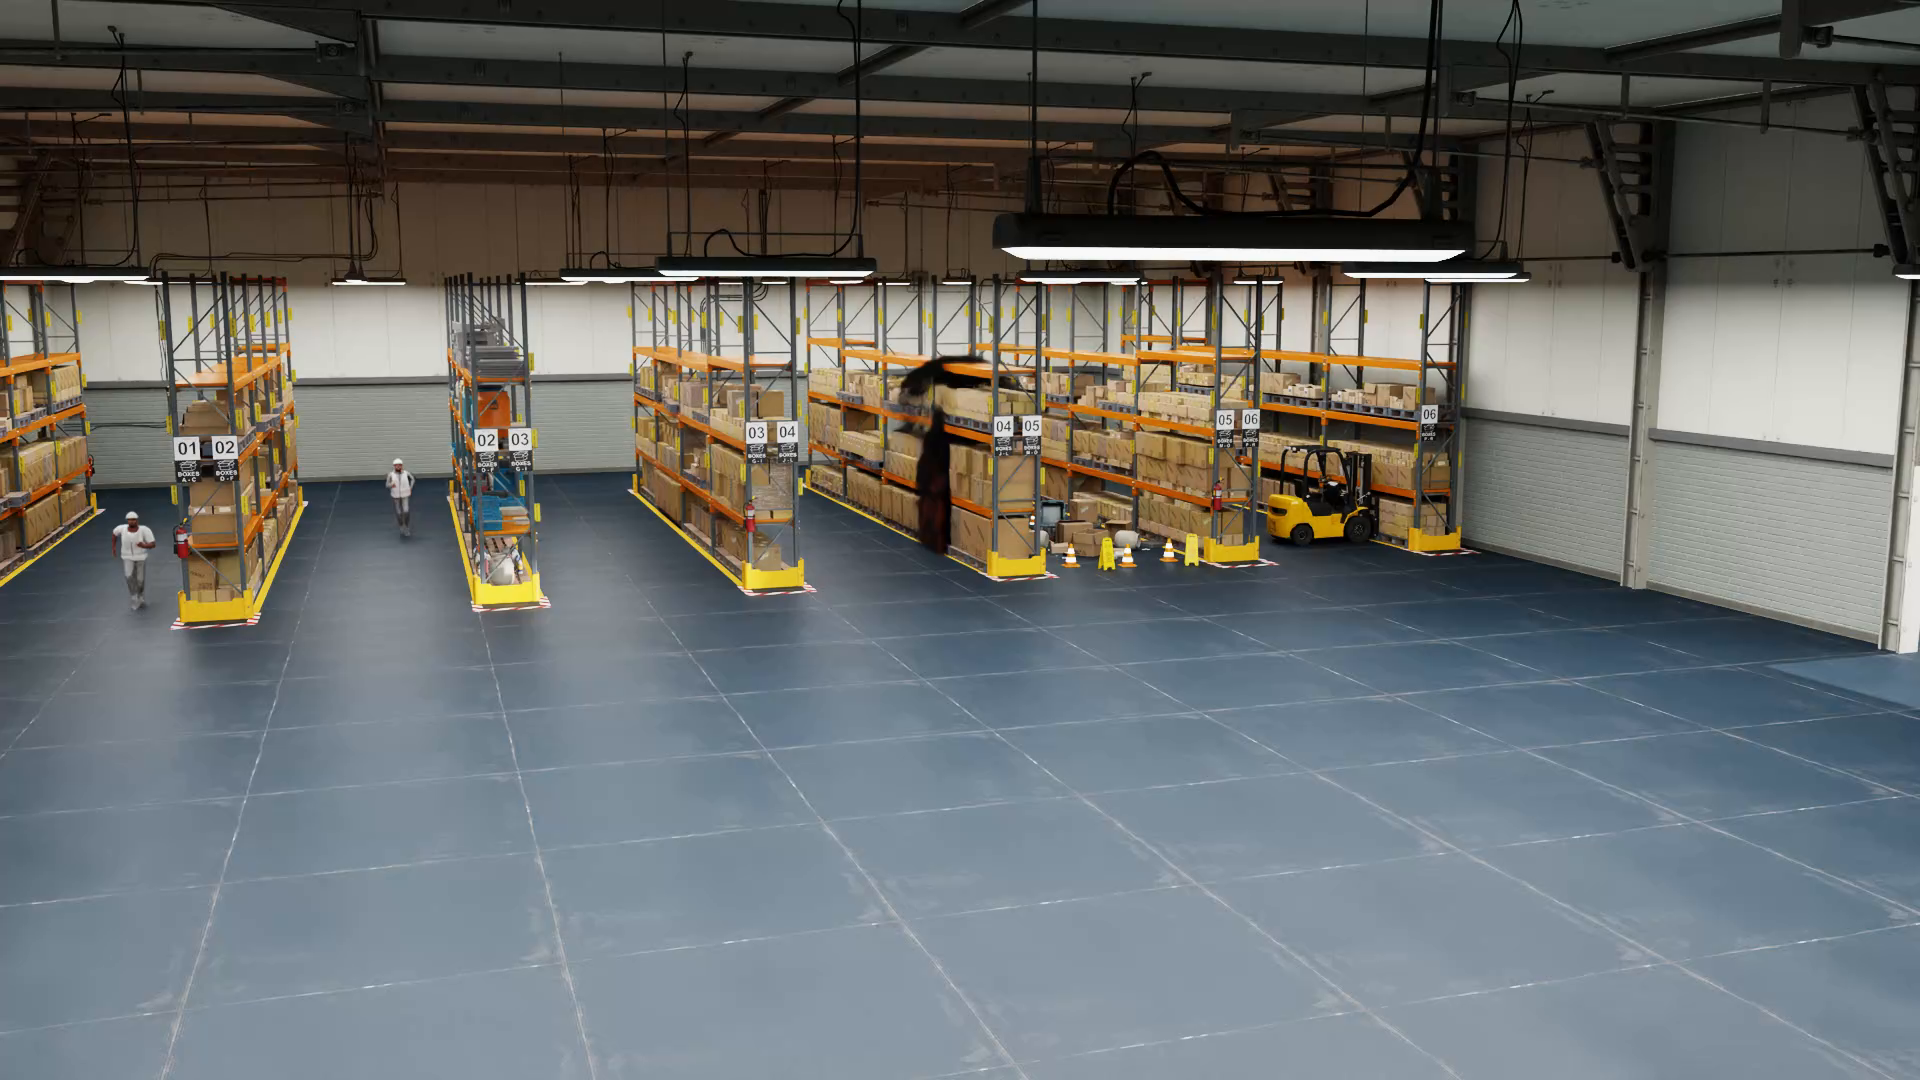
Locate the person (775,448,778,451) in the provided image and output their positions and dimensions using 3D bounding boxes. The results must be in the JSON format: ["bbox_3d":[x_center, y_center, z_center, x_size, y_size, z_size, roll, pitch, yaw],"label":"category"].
[{"bbox_3d":[-4.894,-2.047,46.086,0.577,1.681,0.965,-1,9,-9],"label":"person"}]

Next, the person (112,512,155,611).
[{"bbox_3d":[-14.848,0.363,29.911,0.729,1.785,0.835,-3,9,-20],"label":"person"}]

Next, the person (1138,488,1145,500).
[{"bbox_3d":[4.821,-1.671,43.659,0.618,1.694,0.826,-3,9,-21],"label":"person"}]

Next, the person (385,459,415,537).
[{"bbox_3d":[-13.050,-0.985,38.786,0.638,1.835,0.777,-2,9,-15],"label":"person"}]
